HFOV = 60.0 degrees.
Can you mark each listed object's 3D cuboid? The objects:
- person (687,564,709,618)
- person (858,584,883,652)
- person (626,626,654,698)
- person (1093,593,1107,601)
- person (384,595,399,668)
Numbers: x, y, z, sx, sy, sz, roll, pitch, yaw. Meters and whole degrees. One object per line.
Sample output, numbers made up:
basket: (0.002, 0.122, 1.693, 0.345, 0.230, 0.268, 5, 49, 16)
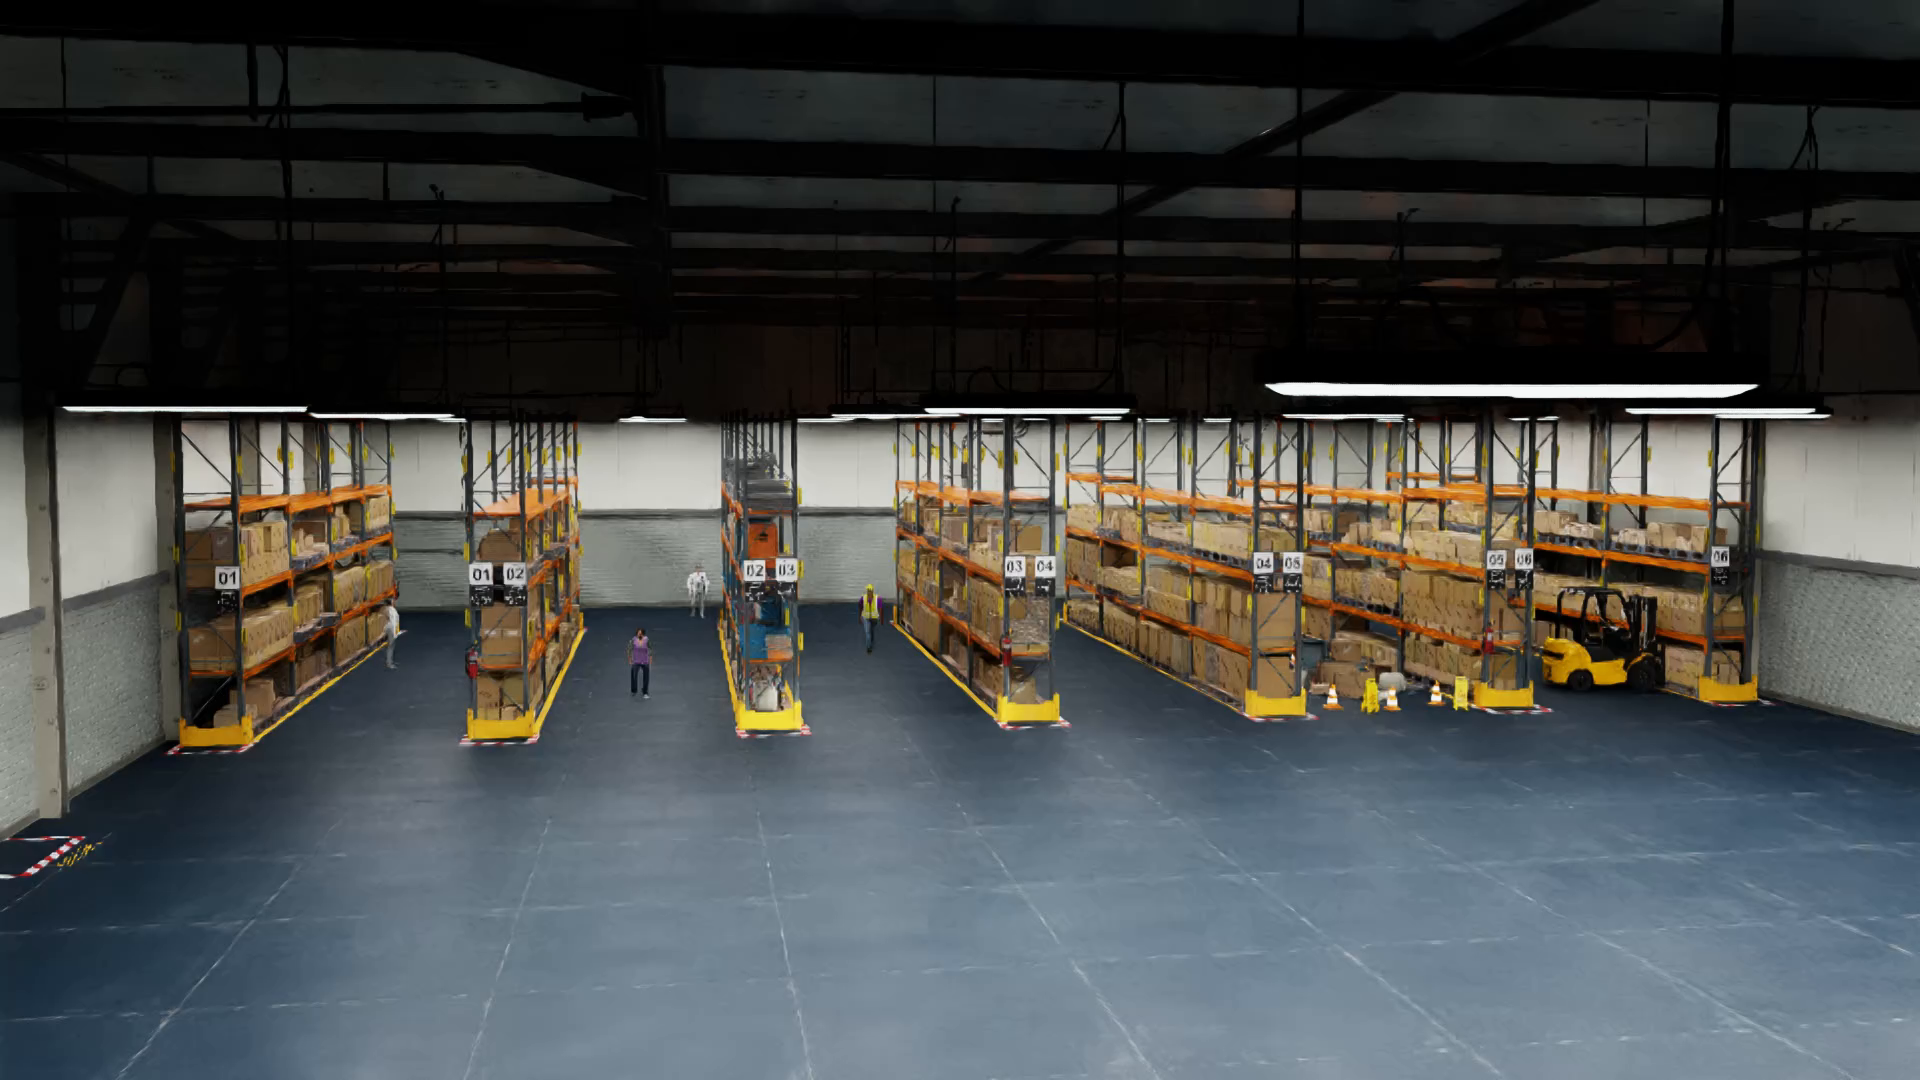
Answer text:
person: (-7.736, 1.495, 49.088, 0.639, 1.627, 0.508, -1, 4, -11)
person: (-2.238, 1.946, 41.901, 0.589, 1.716, 1.043, -1, 4, -10)
person: (-6.659, 2.545, 34.624, 0.566, 1.541, 0.519, -1, 4, -12)
person: (4.225, 1.373, 49.749, 0.534, 1.785, 0.765, -2, 5, -29)
person: (-13.349, 2.141, 39.084, 0.364, 1.682, 0.582, -2, 5, -30)
